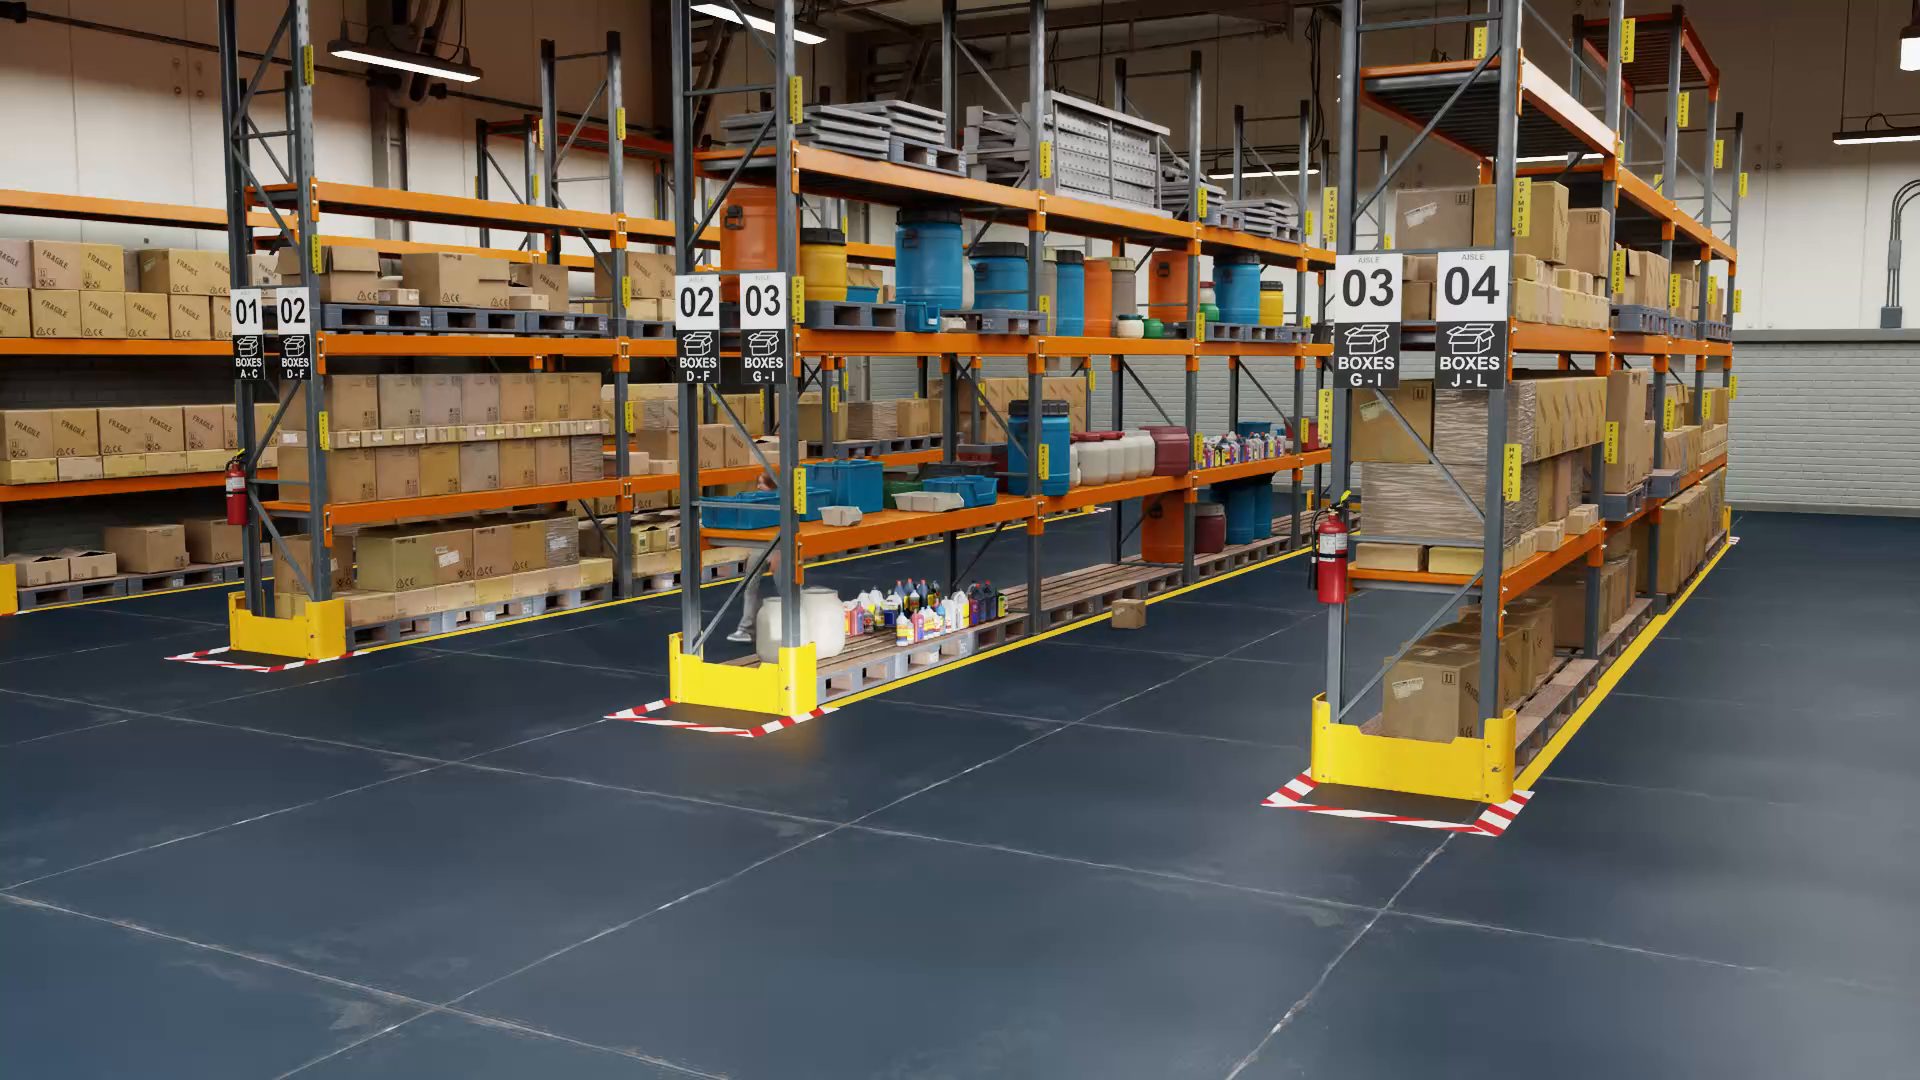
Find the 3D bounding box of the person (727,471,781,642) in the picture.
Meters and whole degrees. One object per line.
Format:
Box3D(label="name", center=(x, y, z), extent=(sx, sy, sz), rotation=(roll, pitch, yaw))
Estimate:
Box3D(label="person", center=(-1.769, 0.143, 15.266), extent=(0.442, 1.532, 0.976), rotation=(4, 7, 31))
